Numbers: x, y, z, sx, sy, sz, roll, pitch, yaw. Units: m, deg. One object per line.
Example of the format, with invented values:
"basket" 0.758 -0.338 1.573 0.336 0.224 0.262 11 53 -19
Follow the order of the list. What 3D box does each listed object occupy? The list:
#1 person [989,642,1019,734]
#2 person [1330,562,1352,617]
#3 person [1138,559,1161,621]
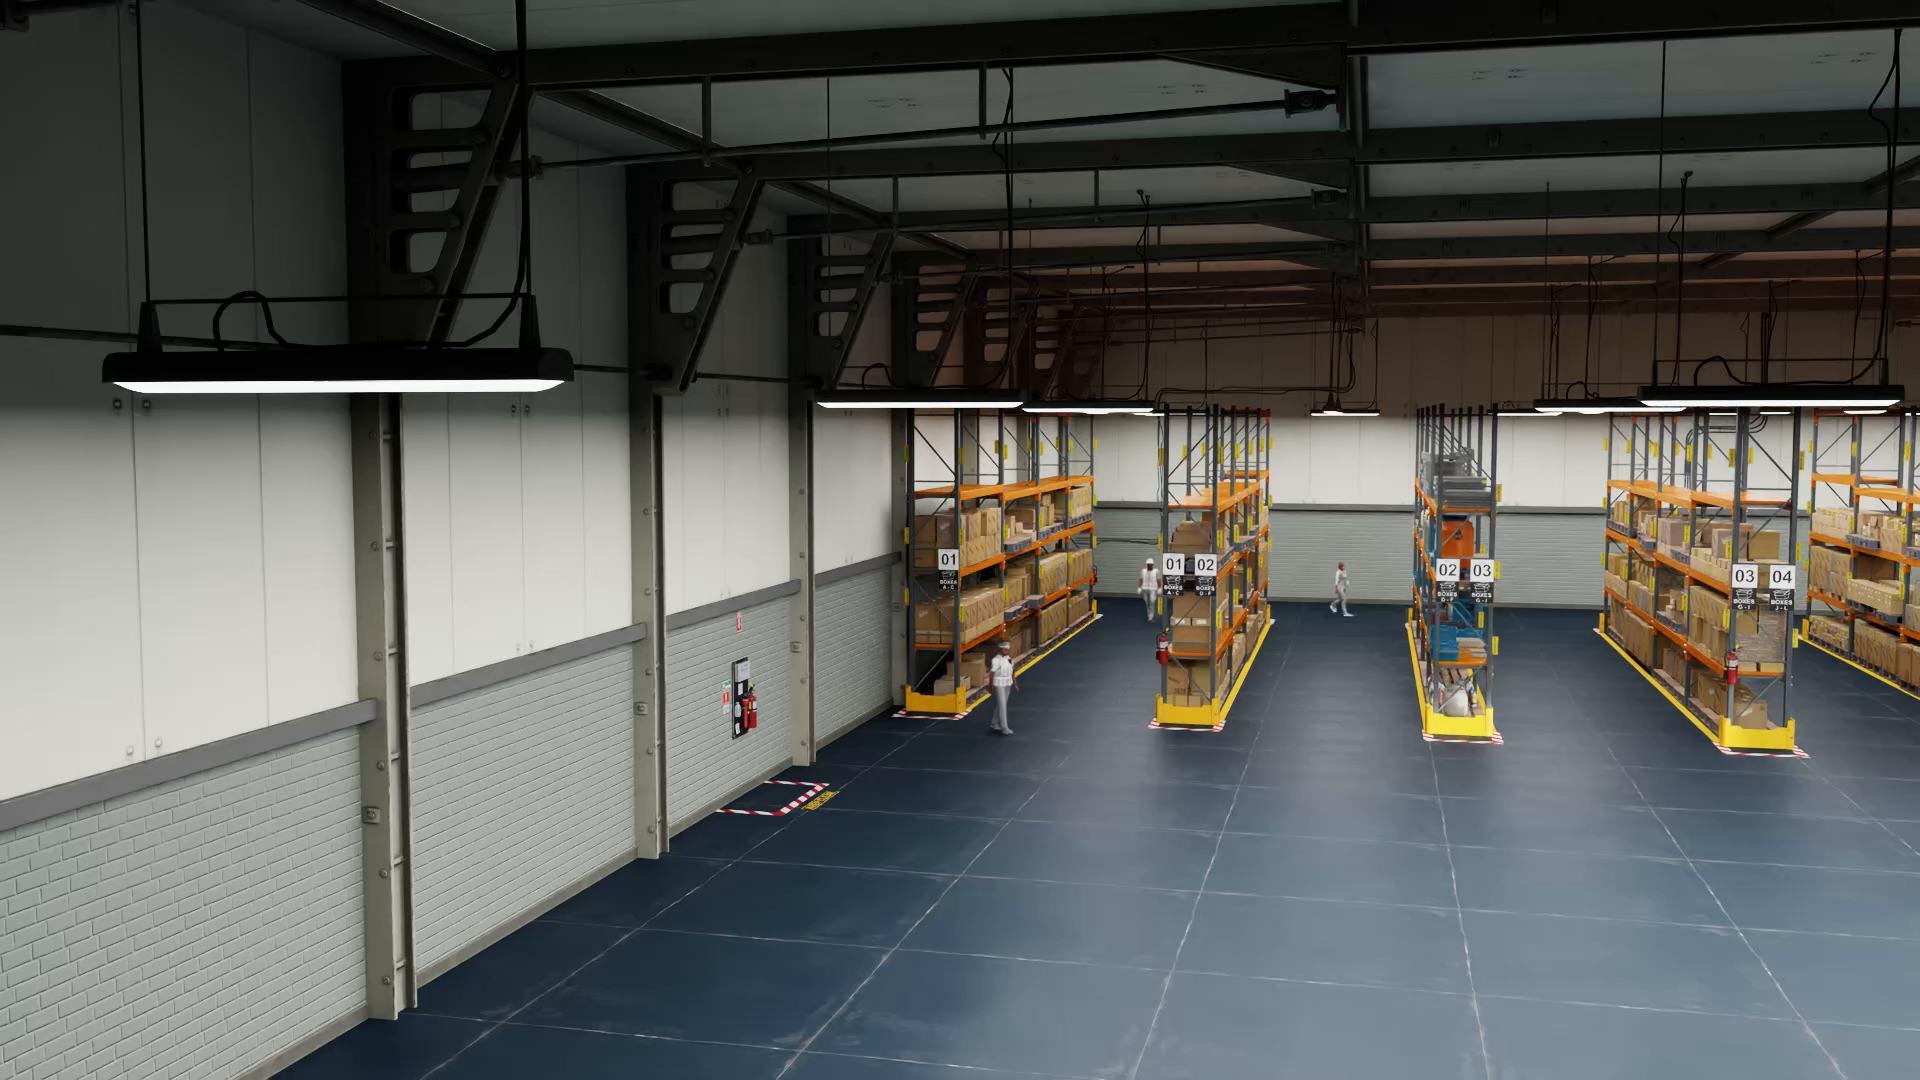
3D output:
"person" 0.809 2.680 30.341 0.523 1.643 0.816 -4 6 -43
"person" 11.049 1.414 48.318 0.430 1.580 0.806 -4 6 -43
"person" 5.340 1.400 47.068 0.603 1.722 0.995 2 4 22
